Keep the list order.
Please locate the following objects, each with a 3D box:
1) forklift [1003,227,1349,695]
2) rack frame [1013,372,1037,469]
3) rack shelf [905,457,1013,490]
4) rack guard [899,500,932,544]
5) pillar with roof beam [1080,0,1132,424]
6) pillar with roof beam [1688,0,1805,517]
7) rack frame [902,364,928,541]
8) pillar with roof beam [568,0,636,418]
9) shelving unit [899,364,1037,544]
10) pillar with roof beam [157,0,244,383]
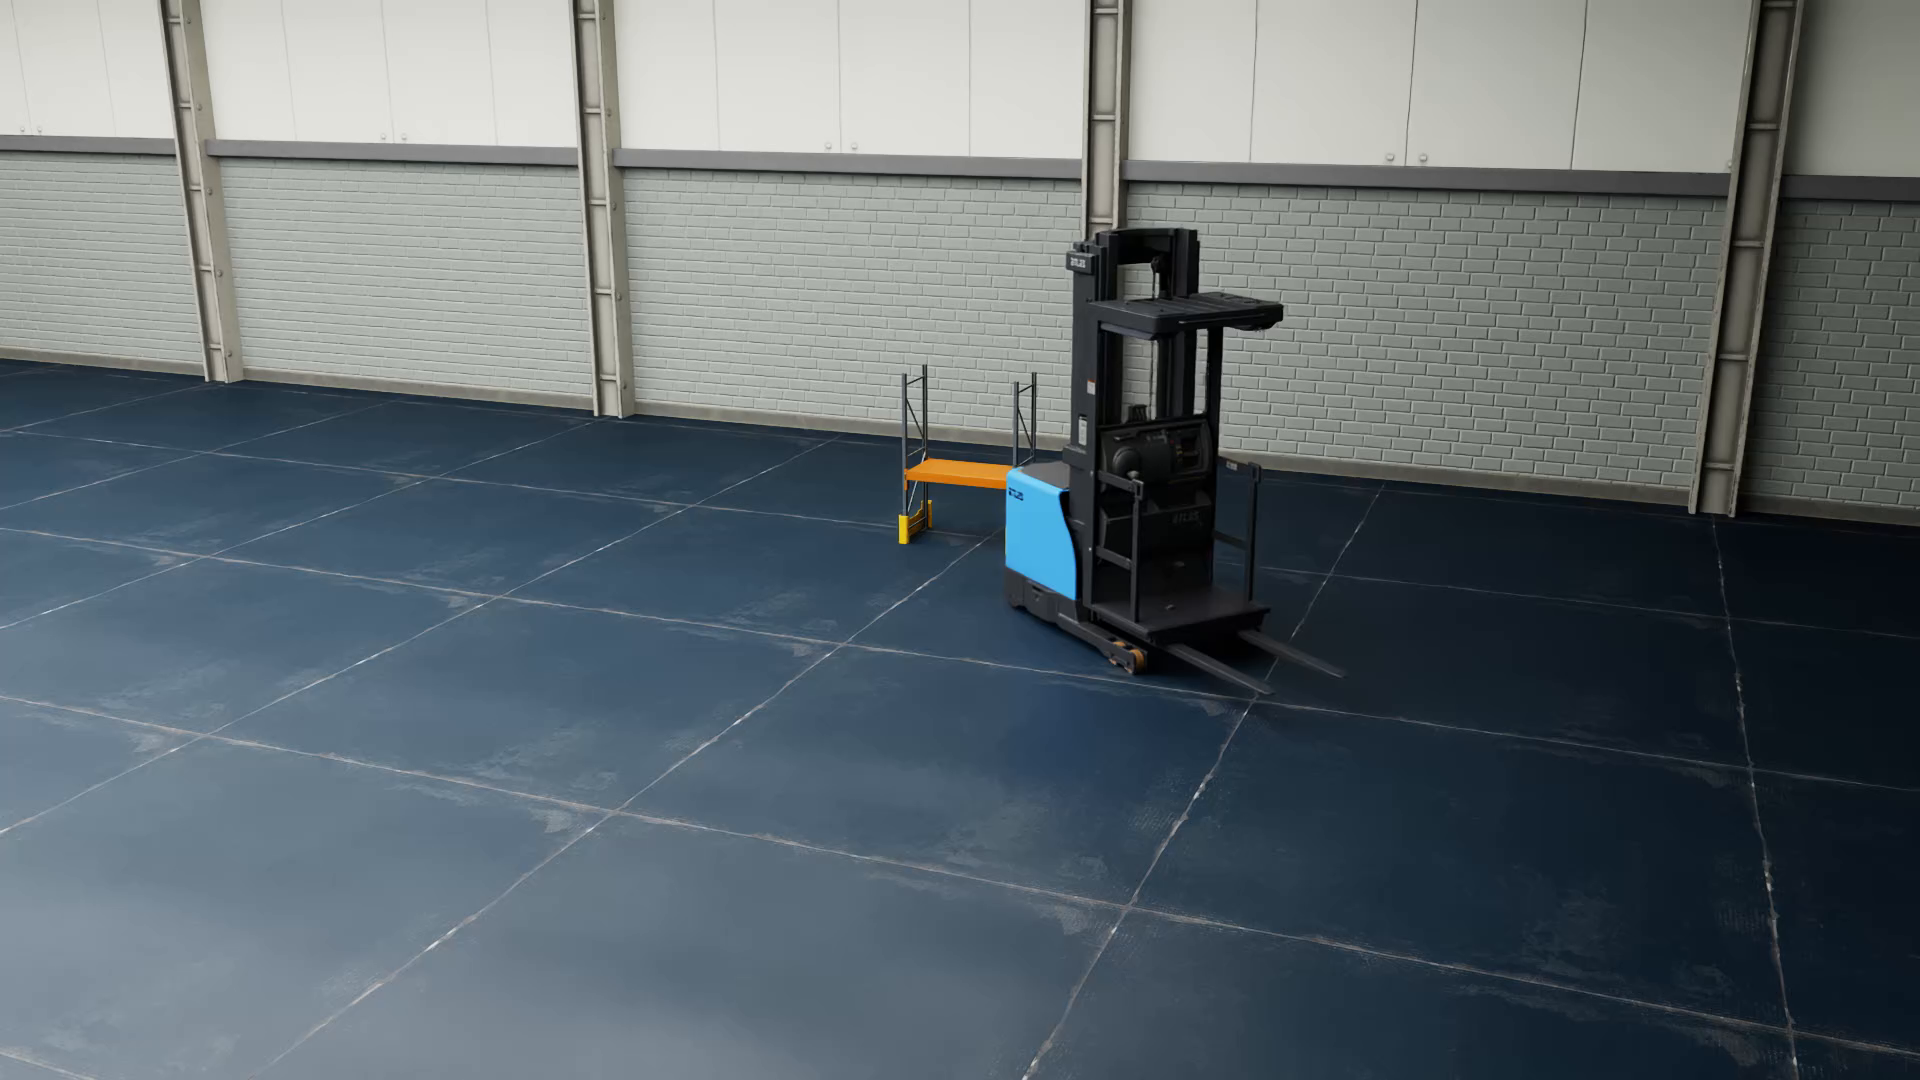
[{"bbox_3d":[1.500,-0.631,11.590,1.130,2.935,3.031,-9,18,-28],"label":"forklift"},{"bbox_3d":[0.552,-0.660,14.255,0.032,1.500,0.500,6,17,21],"label":"rack frame"},{"bbox_3d":[0.079,-0.539,14.485,1.000,0.185,0.538,6,17,21],"label":"rack shelf"},{"bbox_3d":[-0.392,-0.163,14.787,0.087,0.250,0.587,6,17,21],"label":"rack guard"},{"bbox_3d":[-0.110,-4.088,12.616,0.400,9.000,9.100,6,17,21],"label":"pillar with roof beam"},{"bbox_3d":[5.472,-3.475,10.502,0.400,9.000,9.100,6,17,21],"label":"pillar with roof beam"},{"bbox_3d":[-0.394,-0.764,14.614,0.032,1.500,0.500,6,17,21],"label":"rack frame"},{"bbox_3d":[-5.691,-4.702,14.730,0.400,9.000,9.100,6,17,21],"label":"pillar with roof beam"},{"bbox_3d":[0.071,-0.712,14.438,1.083,1.500,0.587,6,17,21],"label":"shelving unit"},{"bbox_3d":[-11.273,-5.316,16.844,0.400,9.000,9.100,6,17,21],"label":"pillar with roof beam"}]
